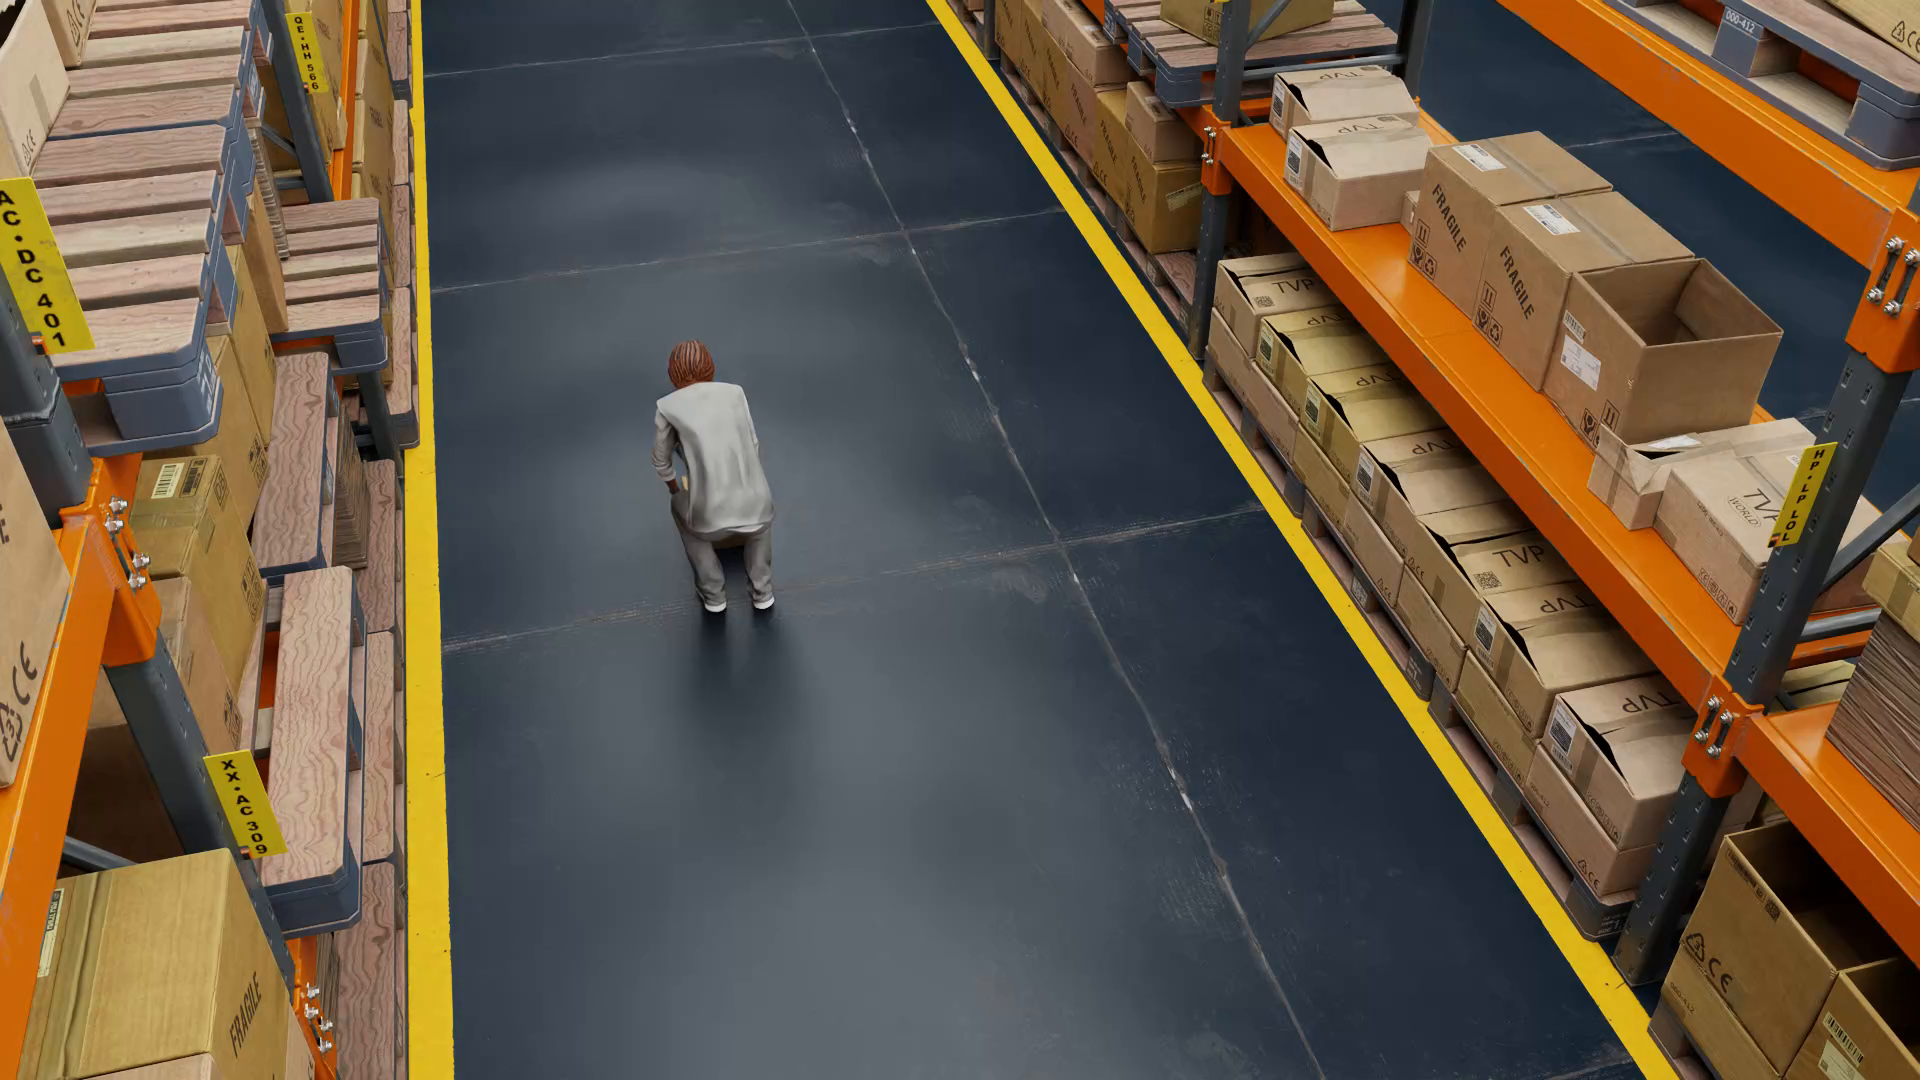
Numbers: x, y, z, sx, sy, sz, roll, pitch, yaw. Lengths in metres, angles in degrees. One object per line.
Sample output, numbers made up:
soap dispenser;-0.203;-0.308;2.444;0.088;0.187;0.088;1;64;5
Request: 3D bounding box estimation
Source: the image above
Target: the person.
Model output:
person;-1.010;-0.206;6.849;0.461;1.061;0.754;-10;40;-12
